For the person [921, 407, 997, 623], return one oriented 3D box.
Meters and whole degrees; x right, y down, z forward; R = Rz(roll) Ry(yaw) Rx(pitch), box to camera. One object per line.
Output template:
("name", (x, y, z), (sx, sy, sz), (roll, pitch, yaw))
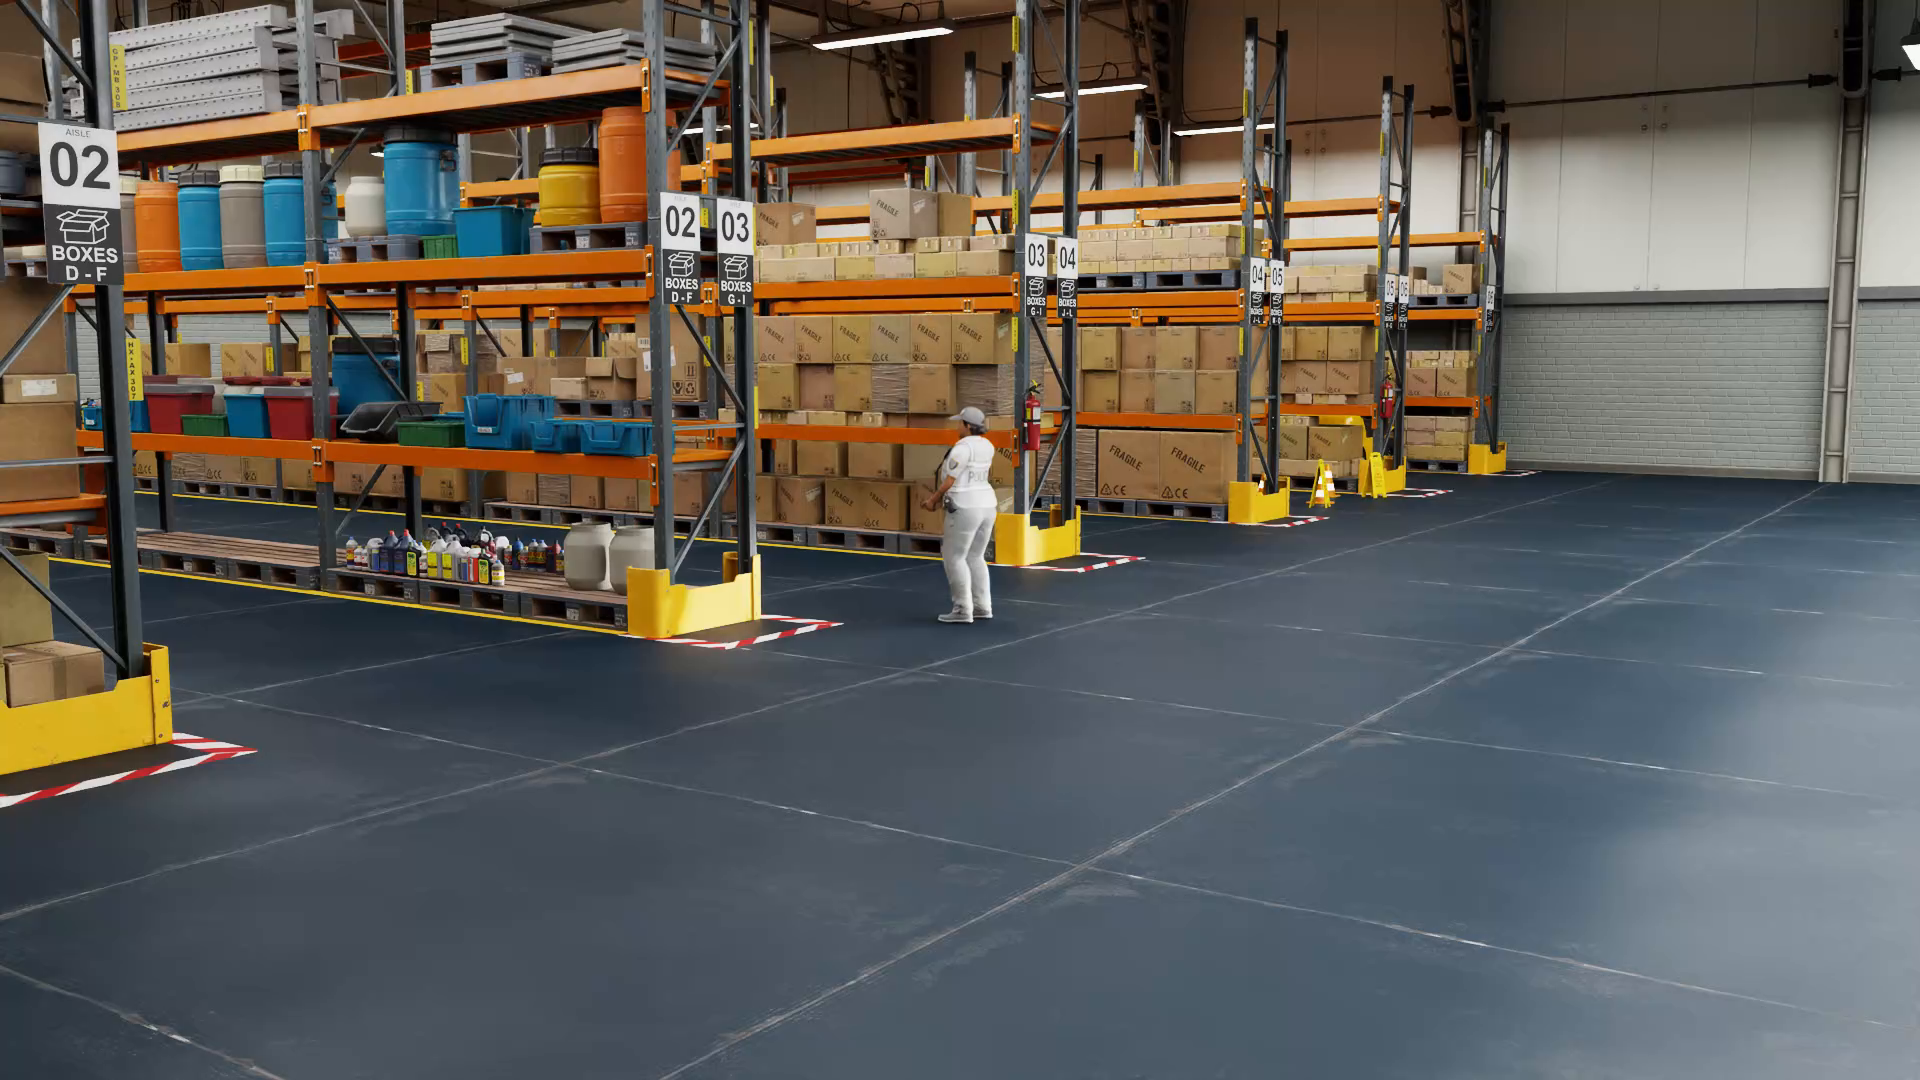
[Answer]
("person", (-0.002, -0.200, 12.826), (0.541, 1.657, 0.455), (4, 8, 35))
